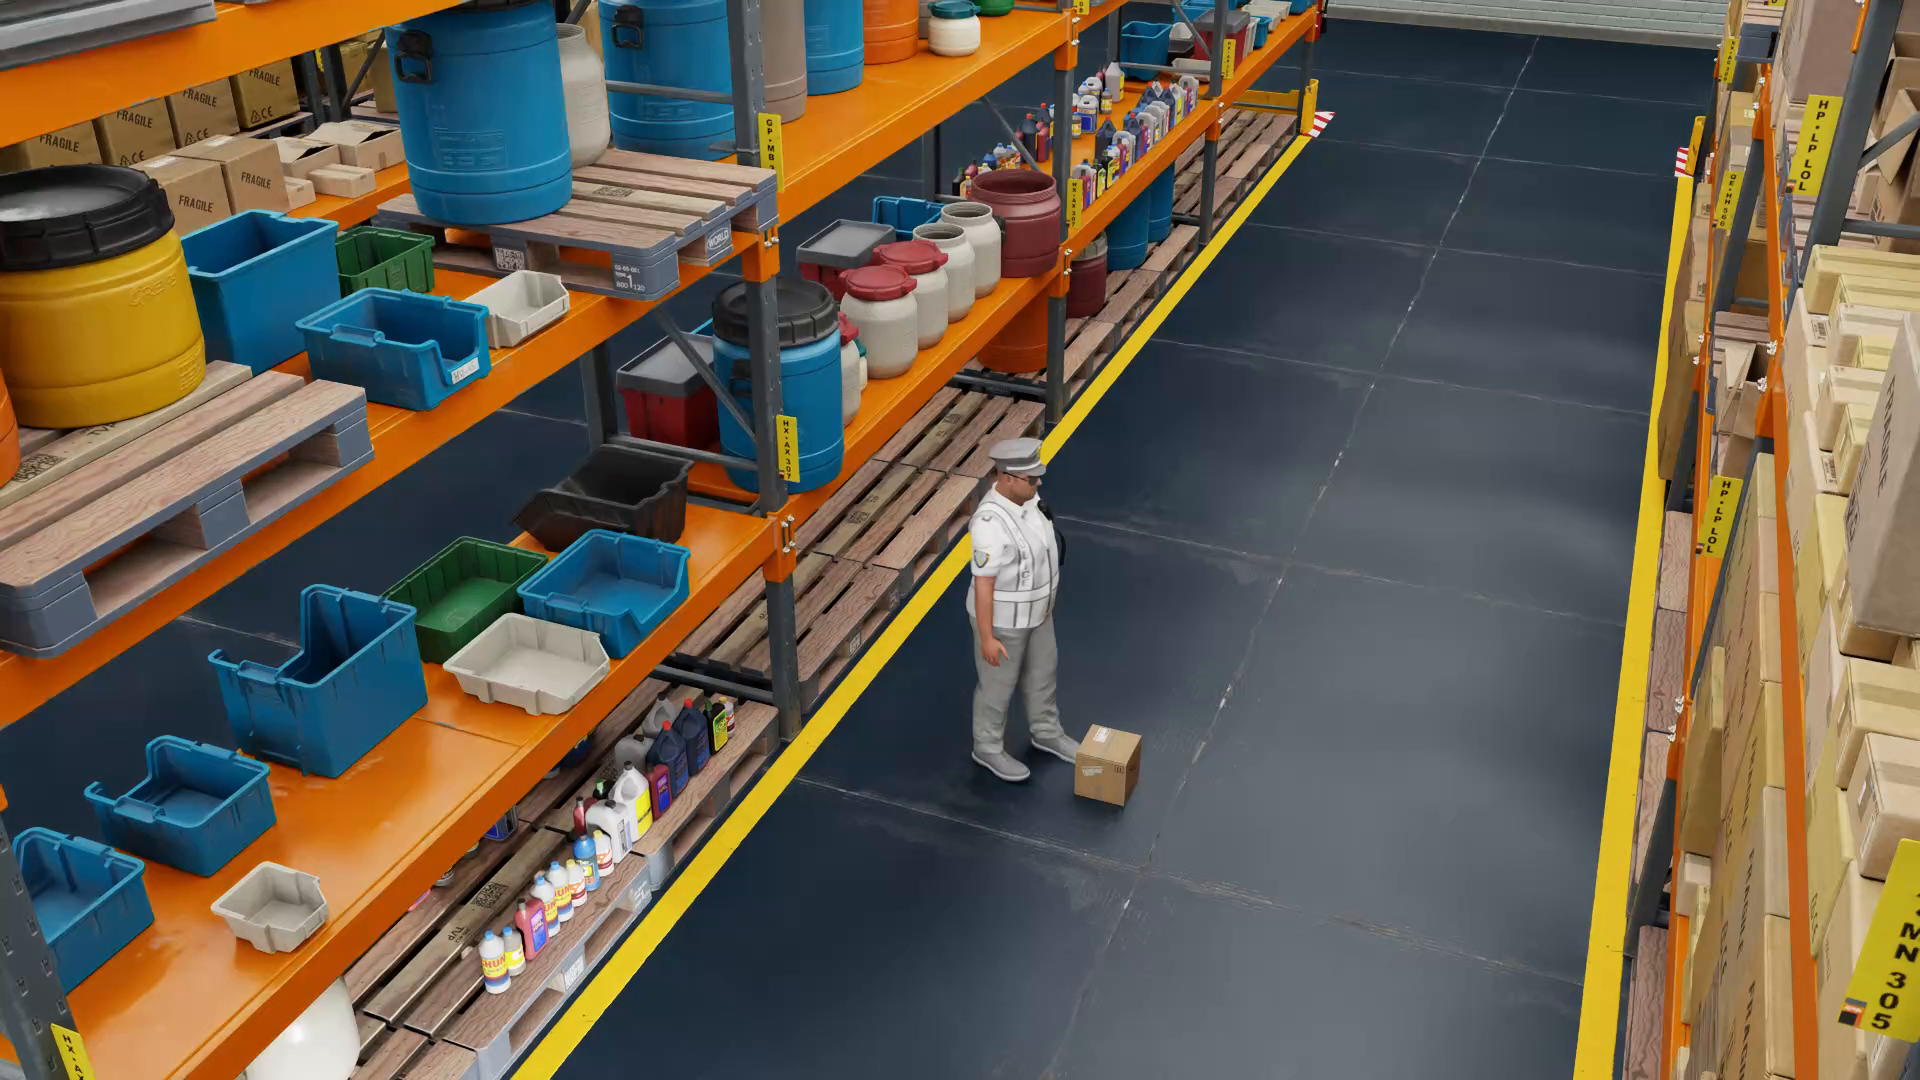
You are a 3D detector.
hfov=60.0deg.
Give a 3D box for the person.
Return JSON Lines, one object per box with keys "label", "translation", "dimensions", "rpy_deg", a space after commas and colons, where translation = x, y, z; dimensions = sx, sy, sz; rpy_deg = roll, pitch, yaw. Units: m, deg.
{"label": "person", "translation": [0.293, 0.336, 7.789], "dimensions": [0.473, 1.761, 0.544], "rpy_deg": [12, 32, 20]}
